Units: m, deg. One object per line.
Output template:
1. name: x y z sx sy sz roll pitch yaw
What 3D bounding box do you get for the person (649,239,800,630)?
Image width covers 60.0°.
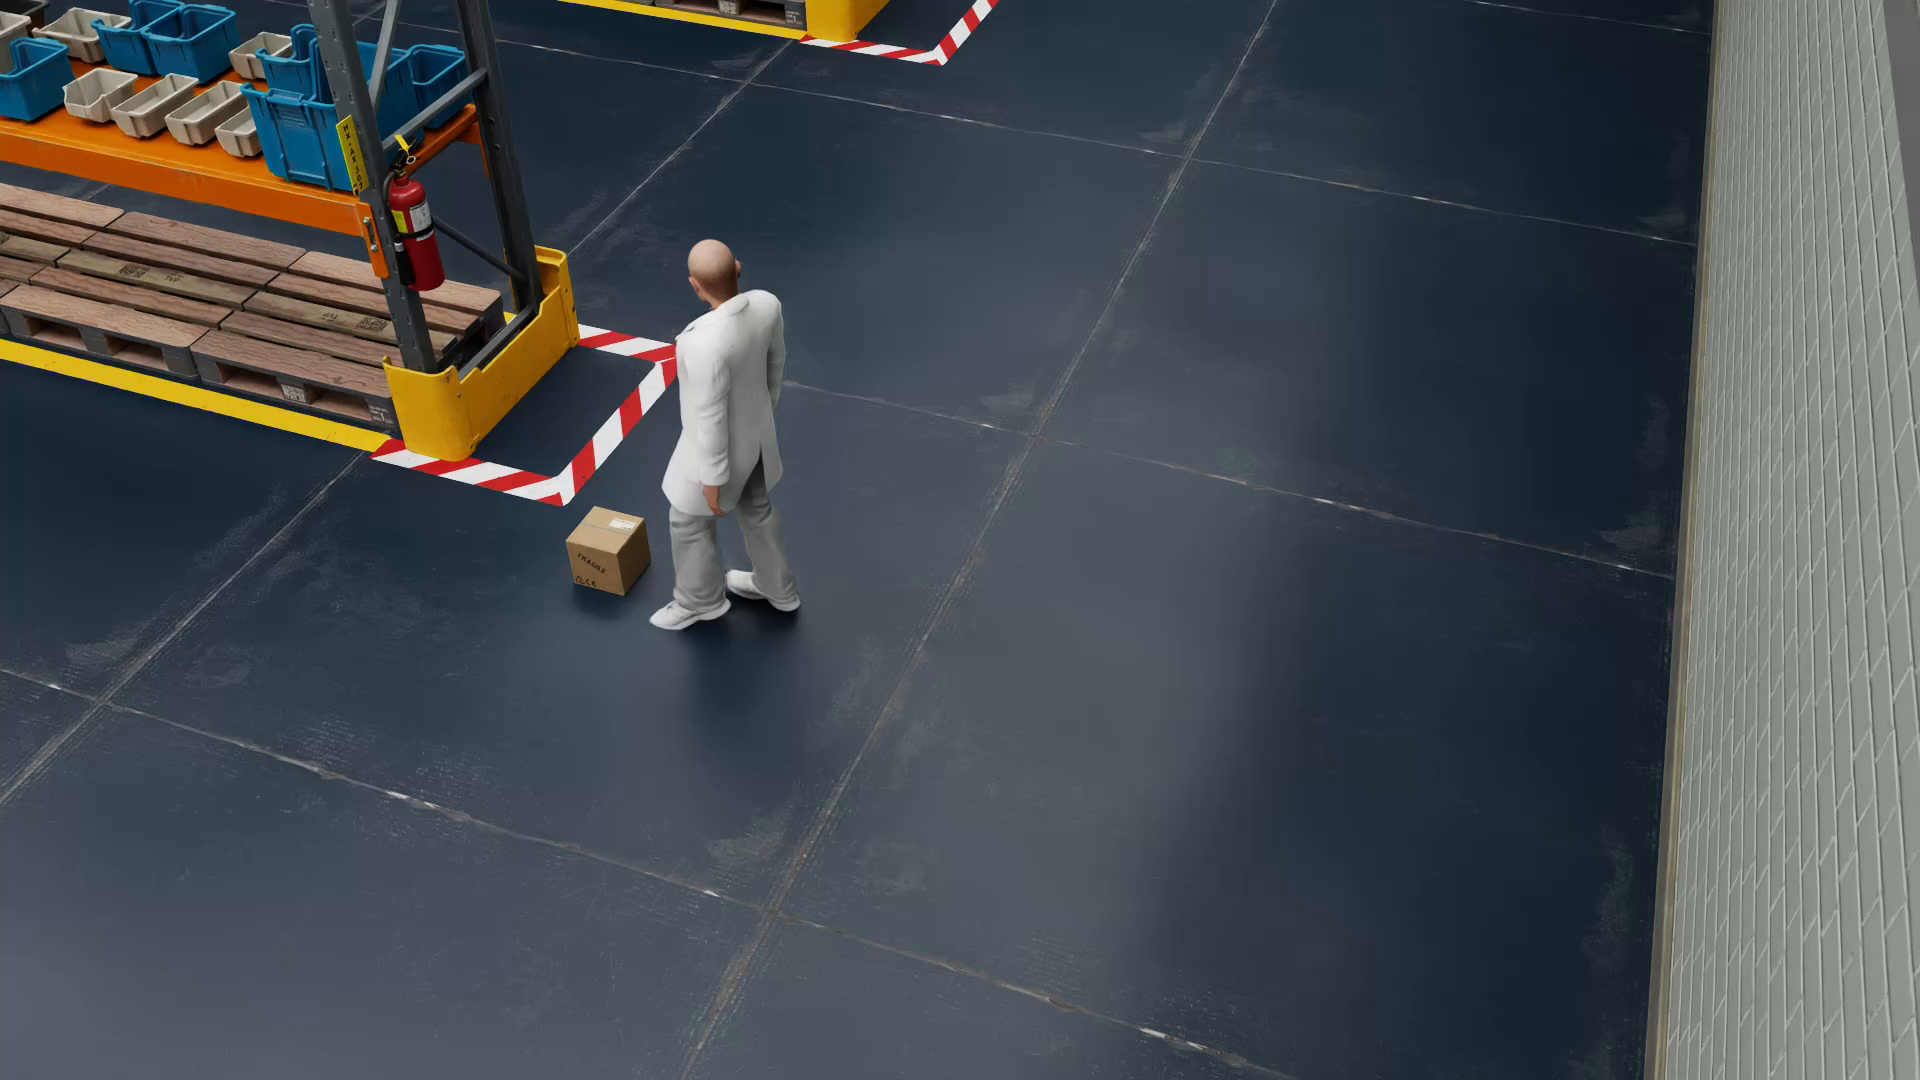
1. person: -0.971 -0.387 6.626 0.565 1.827 0.626 19 44 20
